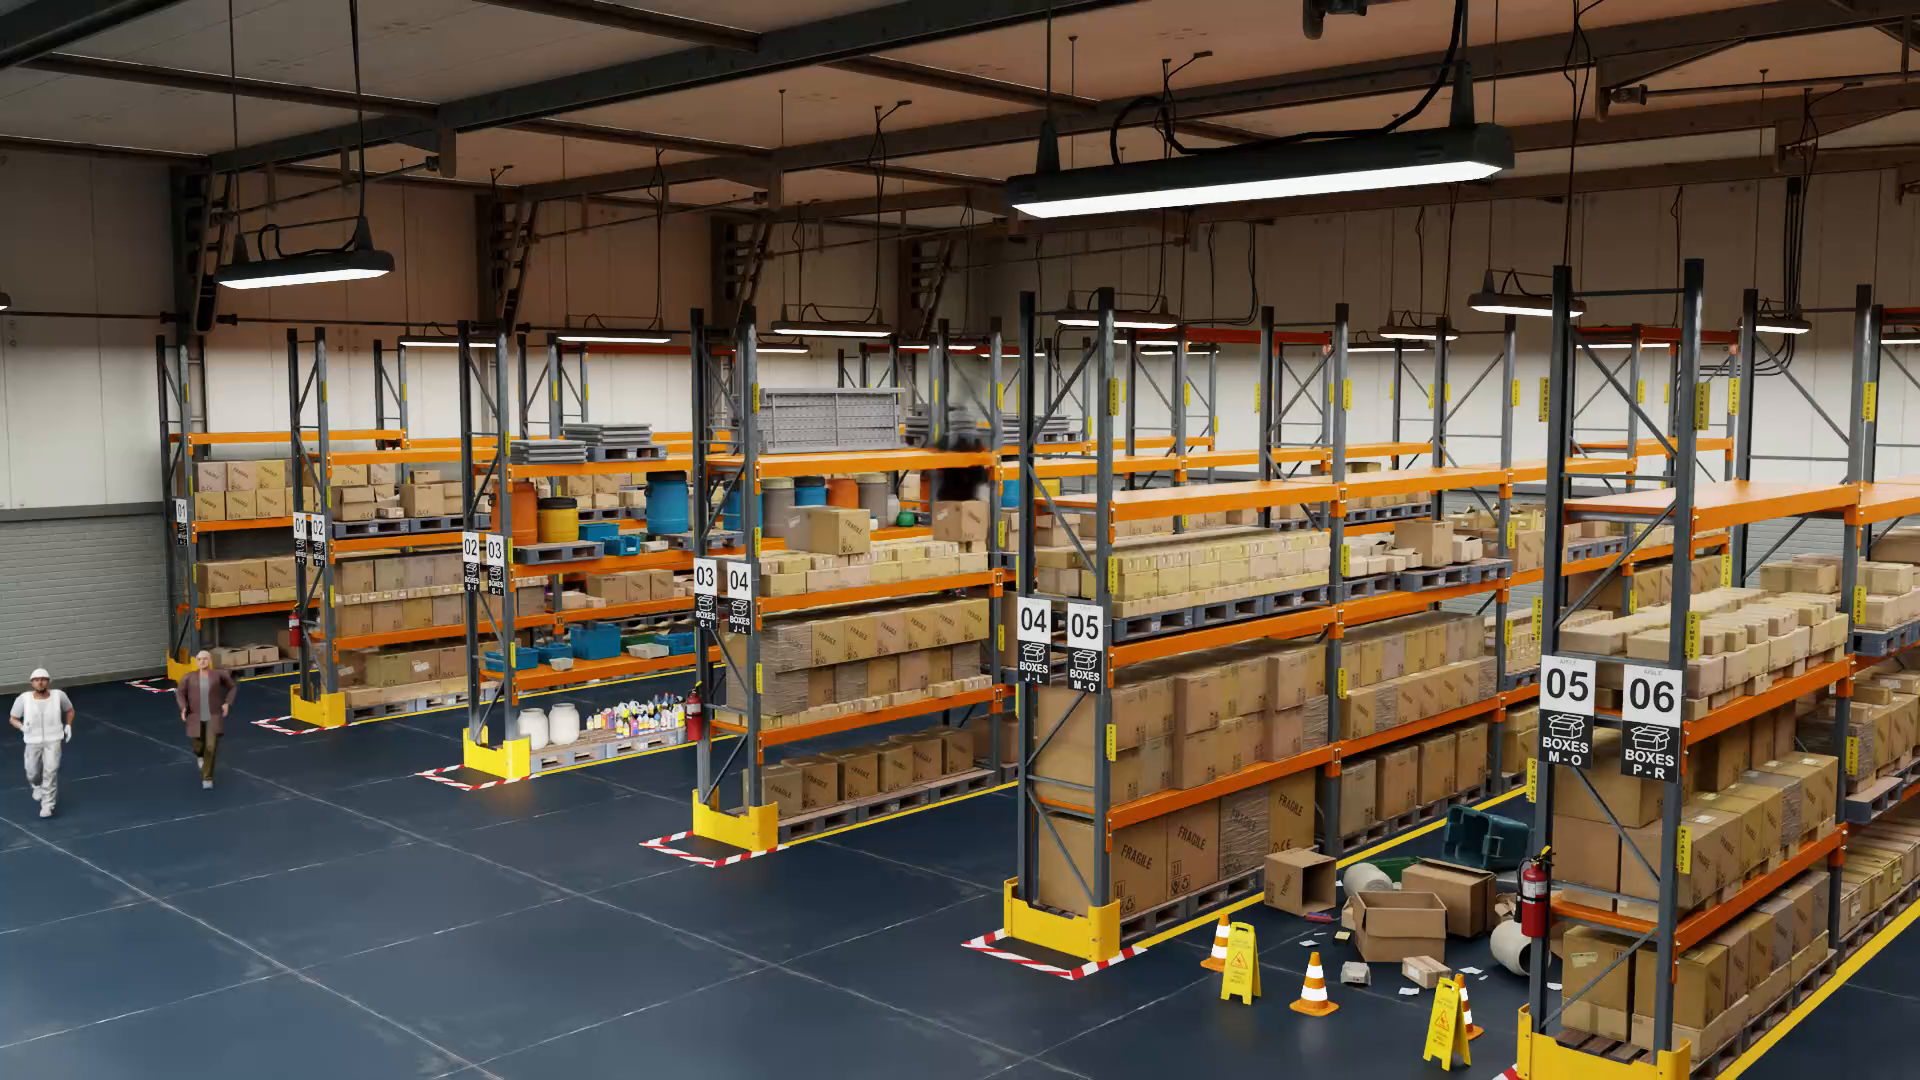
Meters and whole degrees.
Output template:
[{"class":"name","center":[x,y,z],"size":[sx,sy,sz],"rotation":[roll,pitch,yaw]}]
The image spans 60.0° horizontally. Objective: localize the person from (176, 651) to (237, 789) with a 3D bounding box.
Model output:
[{"class":"person","center":[-9.727,2.294,21.490],"size":[0.726,1.735,0.813],"rotation":[-2,6,-20]}]

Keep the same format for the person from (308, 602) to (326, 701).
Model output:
[{"class":"person","center":[-10.300,1.773,27.166],"size":[0.609,1.765,0.742],"rotation":[5,7,43]}]

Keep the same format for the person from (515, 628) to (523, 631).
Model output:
[{"class":"person","center":[-8.109,1.438,30.492],"size":[0.674,1.719,0.569],"rotation":[4,7,37]}]

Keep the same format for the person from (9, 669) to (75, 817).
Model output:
[{"class":"person","center":[-11.031,2.411,20.011],"size":[0.691,1.750,0.764],"rotation":[-3,6,-28]}]
